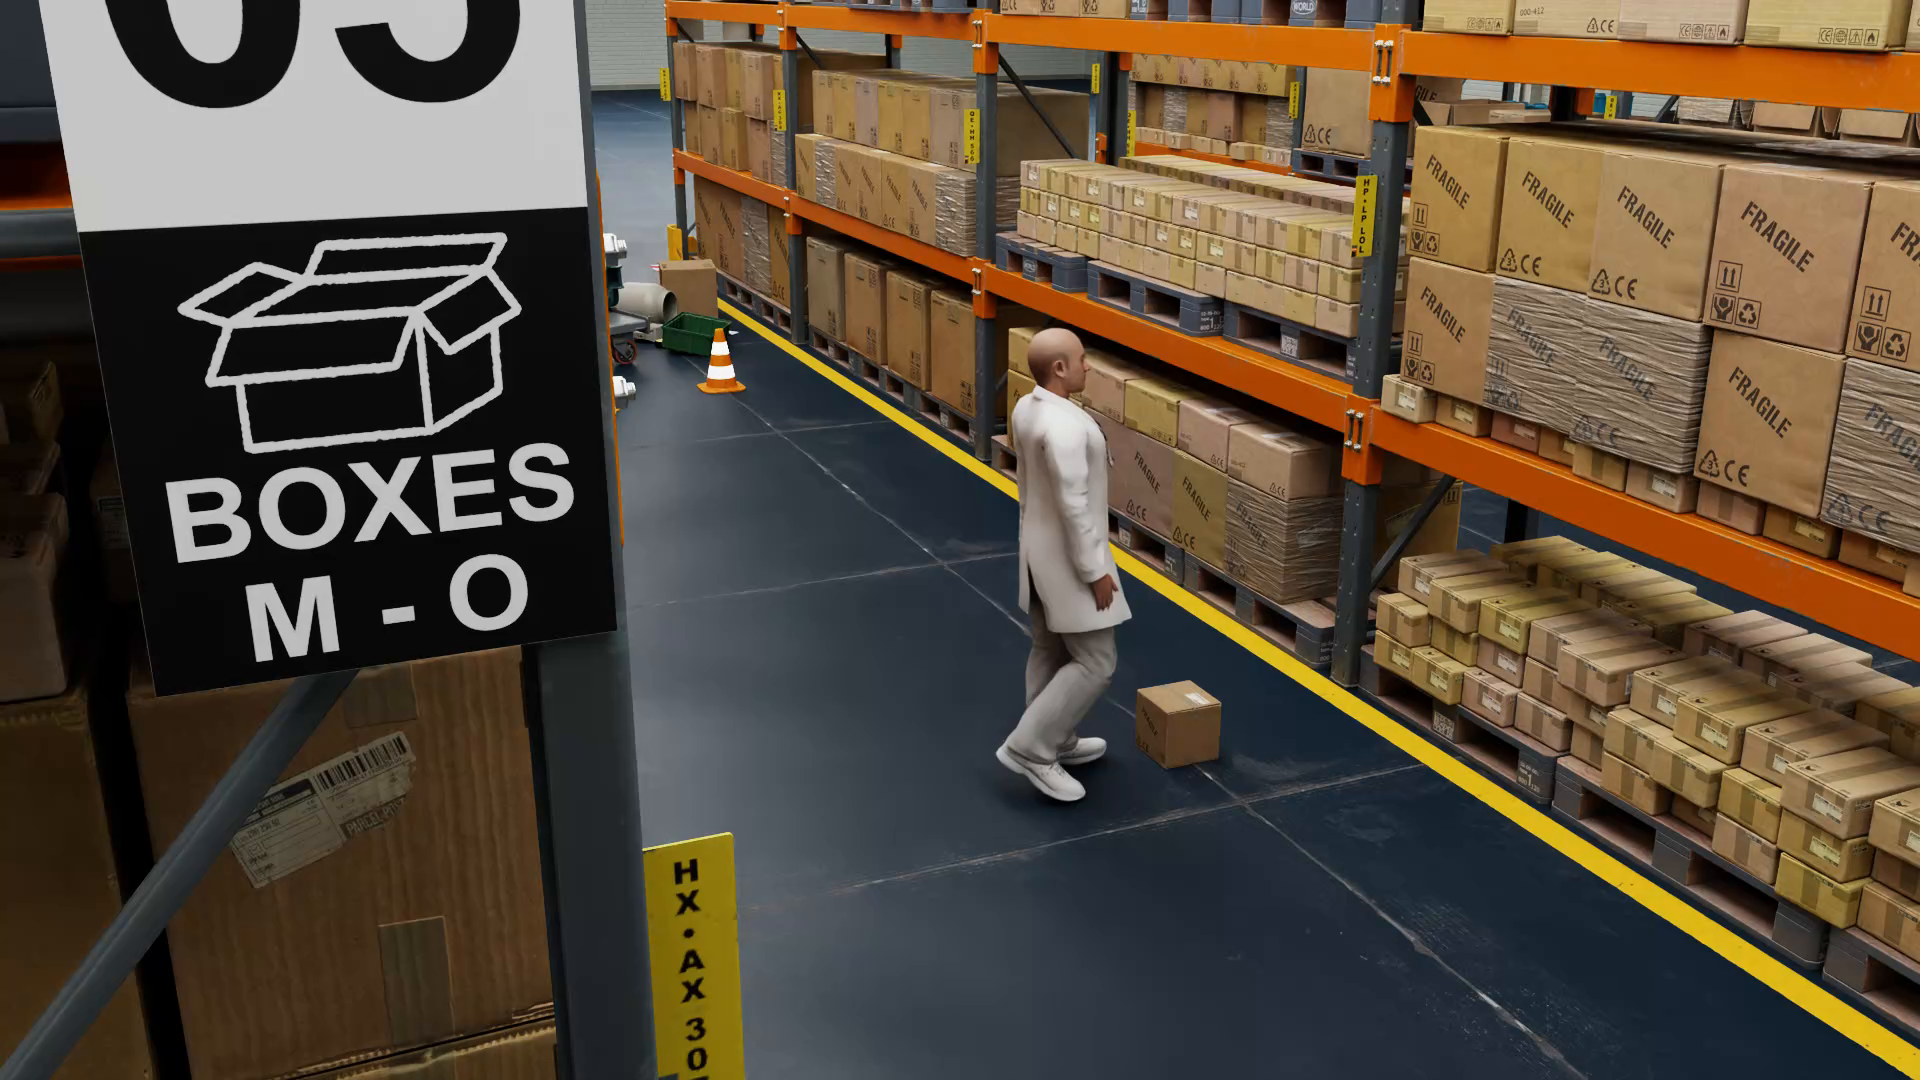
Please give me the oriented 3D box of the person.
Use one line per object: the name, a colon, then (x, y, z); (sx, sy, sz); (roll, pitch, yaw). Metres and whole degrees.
person: (0.367, 0.077, 6.298); (0.513, 1.772, 0.626); (-5, 19, -15)
